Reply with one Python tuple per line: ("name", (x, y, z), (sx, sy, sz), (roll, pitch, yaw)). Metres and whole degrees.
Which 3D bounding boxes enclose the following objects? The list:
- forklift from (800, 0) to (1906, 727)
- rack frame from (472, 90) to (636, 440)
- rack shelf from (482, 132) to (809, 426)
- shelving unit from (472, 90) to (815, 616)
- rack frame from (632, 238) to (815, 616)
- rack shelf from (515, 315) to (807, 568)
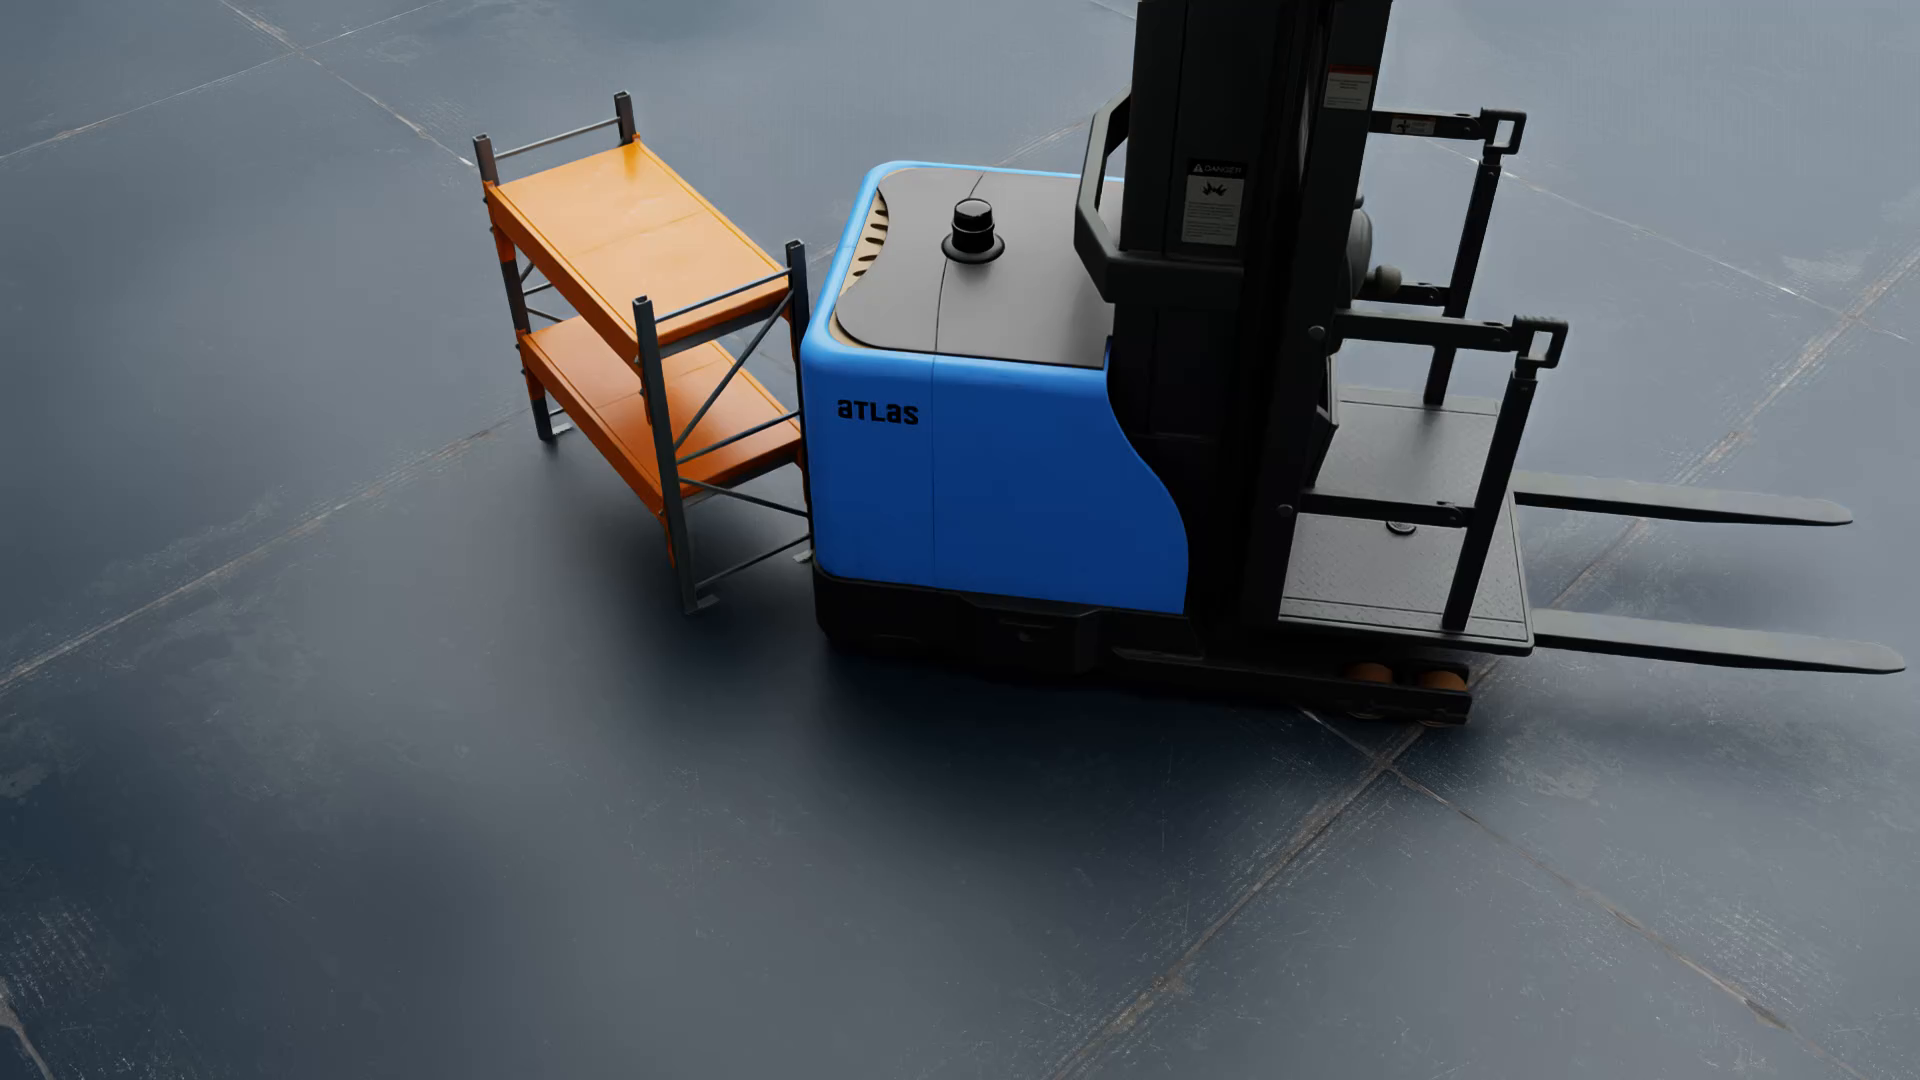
("forklift", (1.138, -0.939, 4.107), (3.031, 2.935, 1.130), (6, 43, 6))
("rack frame", (-1.216, -0.856, 5.347), (0.500, 1.125, 0.032), (-26, 49, -25))
("rack shelf", (-0.922, -0.789, 4.843), (0.538, 0.278, 1.000), (-26, 49, -25))
("shelving unit", (-0.922, -0.574, 5.042), (0.538, 1.125, 1.048), (-26, 49, -25))
("rack frame", (-0.629, -0.292, 4.737), (0.500, 1.125, 0.032), (-26, 49, -25))
("rack shelf", (-0.922, -0.394, 5.208), (0.538, 0.278, 1.000), (-26, 49, -25))
